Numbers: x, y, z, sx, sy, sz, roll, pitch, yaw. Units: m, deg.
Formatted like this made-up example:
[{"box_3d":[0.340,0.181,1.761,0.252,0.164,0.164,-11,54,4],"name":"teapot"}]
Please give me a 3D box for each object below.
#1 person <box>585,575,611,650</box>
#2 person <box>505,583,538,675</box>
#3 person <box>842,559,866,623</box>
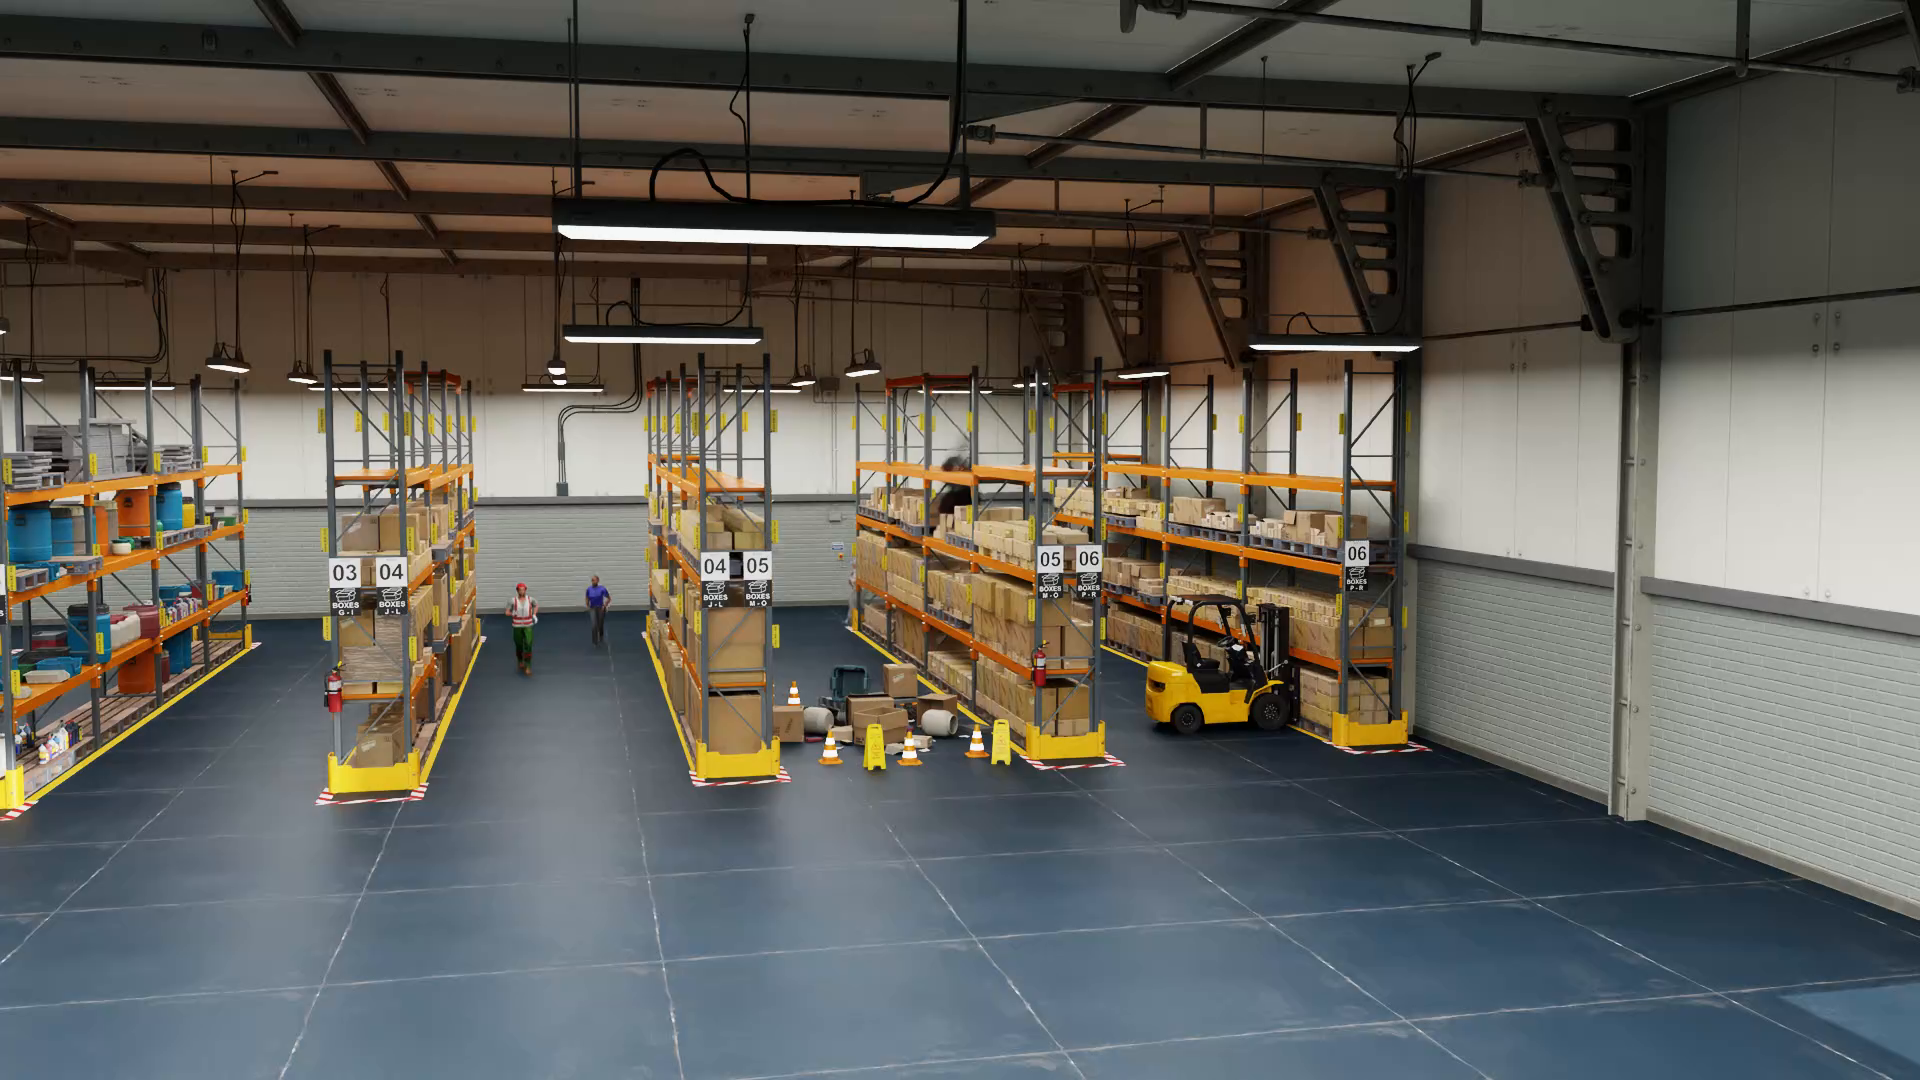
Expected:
[{"box_3d":[-8.099,1.612,37.217,0.581,1.669,0.719,0,4,-2],"name":"person"},{"box_3d":[-8.792,1.759,33.395,0.648,1.809,0.920,-1,4,-17],"name":"person"},{"box_3d":[-2.521,1.287,41.689,0.886,1.661,0.610,0,4,-5],"name":"person"}]
